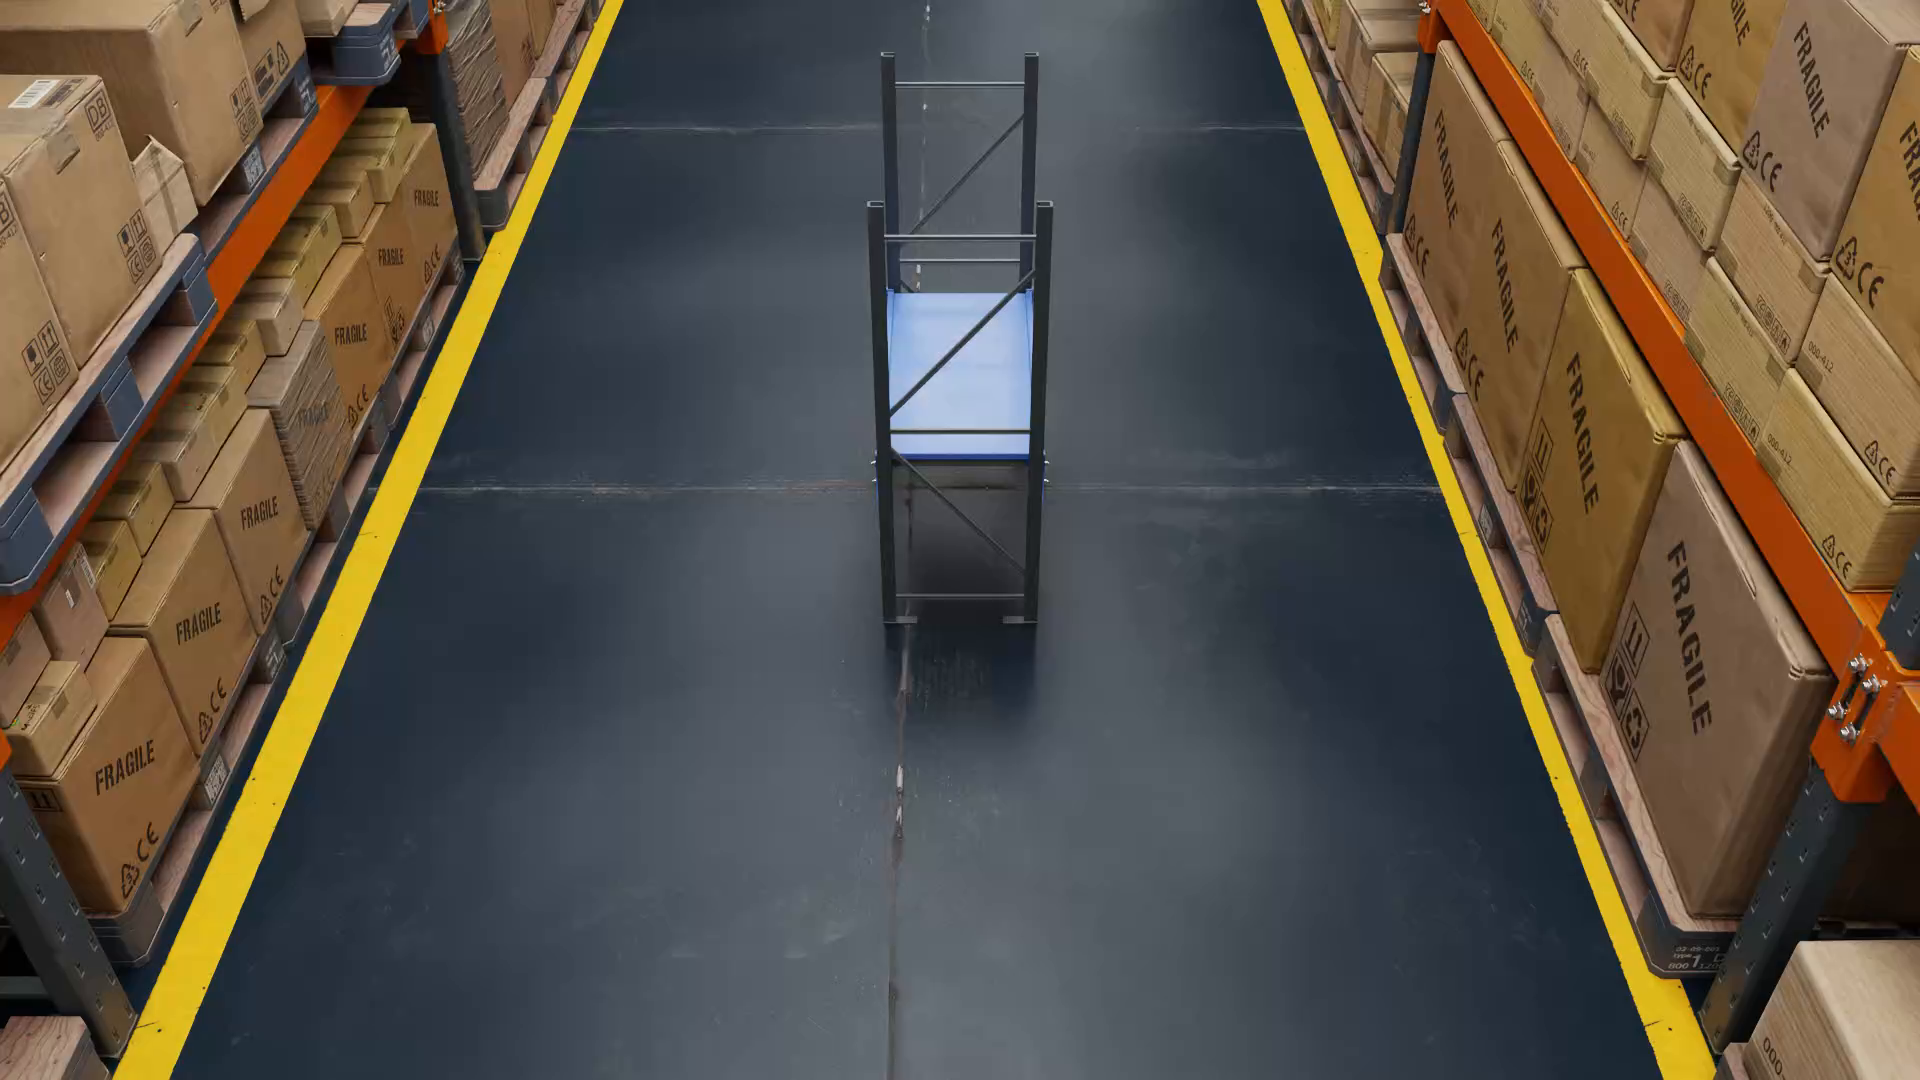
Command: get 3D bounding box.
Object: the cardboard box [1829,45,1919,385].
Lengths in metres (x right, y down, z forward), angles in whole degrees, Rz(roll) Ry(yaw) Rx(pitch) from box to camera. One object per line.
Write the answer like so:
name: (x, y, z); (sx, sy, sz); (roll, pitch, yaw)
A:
cardboard box: (2.125, -0.629, 3.256); (0.500, 0.500, 0.500); (1, 39, 1)

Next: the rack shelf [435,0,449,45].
rack shelf: (-2.594, -3.386, 8.152); (1.077, 0.370, 4.000); (0, 39, 0)

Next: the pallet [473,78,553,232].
pallet: (-2.554, -1.842, 7.880); (1.003, 0.211, 1.213); (0, 39, 0)

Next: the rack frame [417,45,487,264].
rack frame: (-2.592, -2.416, 6.366); (1.000, 3.000, 0.127); (0, 39, 0)

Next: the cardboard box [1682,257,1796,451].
cardboard box: (2.124, -0.461, 4.046); (0.500, 0.250, 0.500); (-1, 39, -1)

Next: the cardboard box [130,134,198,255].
cardboard box: (-2.205, -0.895, 4.240); (0.396, 0.266, 0.258); (2, 39, 2)

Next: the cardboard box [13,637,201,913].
cardboard box: (-2.363, 0.595, 4.273); (0.500, 0.500, 0.500); (2, 39, 2)

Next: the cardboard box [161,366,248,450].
cardboard box: (-2.386, -0.397, 4.991); (0.380, 0.149, 0.250); (1, 39, 2)

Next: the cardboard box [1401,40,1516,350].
cardboard box: (2.290, -1.324, 6.367); (0.875, 0.875, 0.875); (0, 39, 0)

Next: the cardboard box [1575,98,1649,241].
cardboard box: (2.138, -1.099, 4.843); (0.500, 0.250, 0.500); (0, 39, 0)

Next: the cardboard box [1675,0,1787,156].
cardboard box: (2.136, -1.269, 4.056); (0.500, 0.500, 0.500); (1, 39, 1)

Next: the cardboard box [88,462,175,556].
cardboard box: (-2.425, -0.085, 4.602); (0.380, 0.149, 0.250); (-1, 39, -1)

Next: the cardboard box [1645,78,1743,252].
cardboard box: (2.118, -0.969, 4.280); (0.500, 0.250, 0.500); (1, 39, 1)

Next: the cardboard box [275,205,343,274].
cardboard box: (-2.396, -1.048, 5.804); (0.380, 0.149, 0.250); (1, 39, 1)

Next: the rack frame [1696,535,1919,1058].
rack frame: (2.377, 0.080, 3.252); (1.000, 3.000, 0.127); (0, 39, 0)

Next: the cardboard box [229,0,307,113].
cardboard box: (-2.405, -1.599, 4.929); (0.797, 0.503, 0.637); (-1, 39, -1)

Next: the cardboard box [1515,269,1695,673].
cardboard box: (2.287, -0.208, 4.974); (0.875, 0.875, 0.875); (1, 39, 1)

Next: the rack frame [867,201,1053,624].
rack frame: (0.000, -0.321, 4.951); (0.500, 1.500, 0.032); (0, 39, 0)

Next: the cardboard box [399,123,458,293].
cardboard box: (-2.376, -1.340, 6.686); (0.500, 0.500, 0.500); (1, 39, 1)

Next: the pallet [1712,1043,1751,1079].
pallet: (2.299, 1.643, 3.530); (1.003, 0.211, 1.213); (0, 39, 0)

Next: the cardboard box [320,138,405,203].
cardboard box: (-2.307, -1.378, 6.215); (0.380, 0.149, 0.250); (-2, 39, -2)

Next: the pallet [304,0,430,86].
pallet: (-2.521, -1.917, 5.897); (1.213, 0.211, 1.003); (0, 39, 0)

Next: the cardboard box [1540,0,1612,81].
cardboard box: (2.113, -1.606, 5.076); (0.500, 0.250, 0.500); (0, 39, 0)

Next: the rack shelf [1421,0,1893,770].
rack shelf: (2.374, -0.890, 5.038); (1.077, 0.370, 4.000); (0, 39, 0)

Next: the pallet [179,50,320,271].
pallet: (-2.585, -1.125, 4.908); (1.003, 0.211, 1.213); (0, 39, 0)

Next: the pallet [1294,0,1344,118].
pallet: (2.374, -2.583, 8.805); (1.003, 0.211, 1.213); (0, 39, 0)

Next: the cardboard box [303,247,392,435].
cardboard box: (-2.383, -0.700, 5.888); (0.500, 0.500, 0.500); (2, 39, 2)

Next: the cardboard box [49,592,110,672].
cardboard box: (-2.399, 0.246, 4.188); (0.380, 0.149, 0.250); (-1, 39, -1)

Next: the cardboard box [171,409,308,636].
cardboard box: (-2.369, -0.051, 5.078); (0.500, 0.500, 0.500); (-1, 39, -1)

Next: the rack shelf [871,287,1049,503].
rack shelf: (0.000, -0.498, 5.460); (0.538, 0.185, 1.000); (0, 39, 0)

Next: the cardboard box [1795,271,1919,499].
cardboard box: (2.133, -0.332, 3.486); (0.500, 0.250, 0.500); (0, 39, 0)

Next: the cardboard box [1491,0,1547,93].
cardboard box: (2.139, -1.736, 5.637); (0.500, 0.250, 0.500); (-1, 39, -1)

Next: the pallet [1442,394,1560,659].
pallet: (2.296, -0.079, 5.680); (1.003, 0.211, 1.213); (0, 39, 0)

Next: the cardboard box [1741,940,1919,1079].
cardboard box: (2.270, 1.308, 3.432); (0.875, 0.438, 0.875); (-1, 39, -1)

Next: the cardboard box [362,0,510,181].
cardboard box: (-2.579, -2.043, 7.464); (0.875, 0.625, 0.625); (1, 39, 1)

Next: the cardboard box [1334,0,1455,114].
cardboard box: (2.372, -2.375, 8.080); (0.950, 0.372, 0.625); (-1, 39, -1)

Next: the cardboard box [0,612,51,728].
cardboard box: (-2.382, 0.304, 3.879); (0.380, 0.149, 0.250); (-1, 39, -1)

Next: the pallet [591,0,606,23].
pallet: (-2.557, -3.368, 9.784); (1.003, 0.211, 1.213); (0, 39, 0)

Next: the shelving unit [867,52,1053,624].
shelving unit: (0.000, -0.639, 5.348); (0.538, 1.500, 1.048); (0, 39, 0)

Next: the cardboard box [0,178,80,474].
cardboard box: (-2.364, -0.420, 3.460); (0.700, 0.500, 0.500); (1, 39, 1)

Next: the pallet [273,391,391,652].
pallet: (-2.630, -0.100, 5.706); (1.003, 0.211, 1.213); (0, 39, 0)

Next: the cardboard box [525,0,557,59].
cardboard box: (-2.588, -2.873, 8.499); (0.875, 0.625, 0.625); (-2, 39, -2)

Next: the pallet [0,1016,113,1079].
pallet: (-2.587, 1.603, 3.581); (1.003, 0.211, 1.213); (0, 39, 0)

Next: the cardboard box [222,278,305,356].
cardboard box: (-2.364, -0.719, 5.393); (0.380, 0.149, 0.250); (-2, 39, -2)
